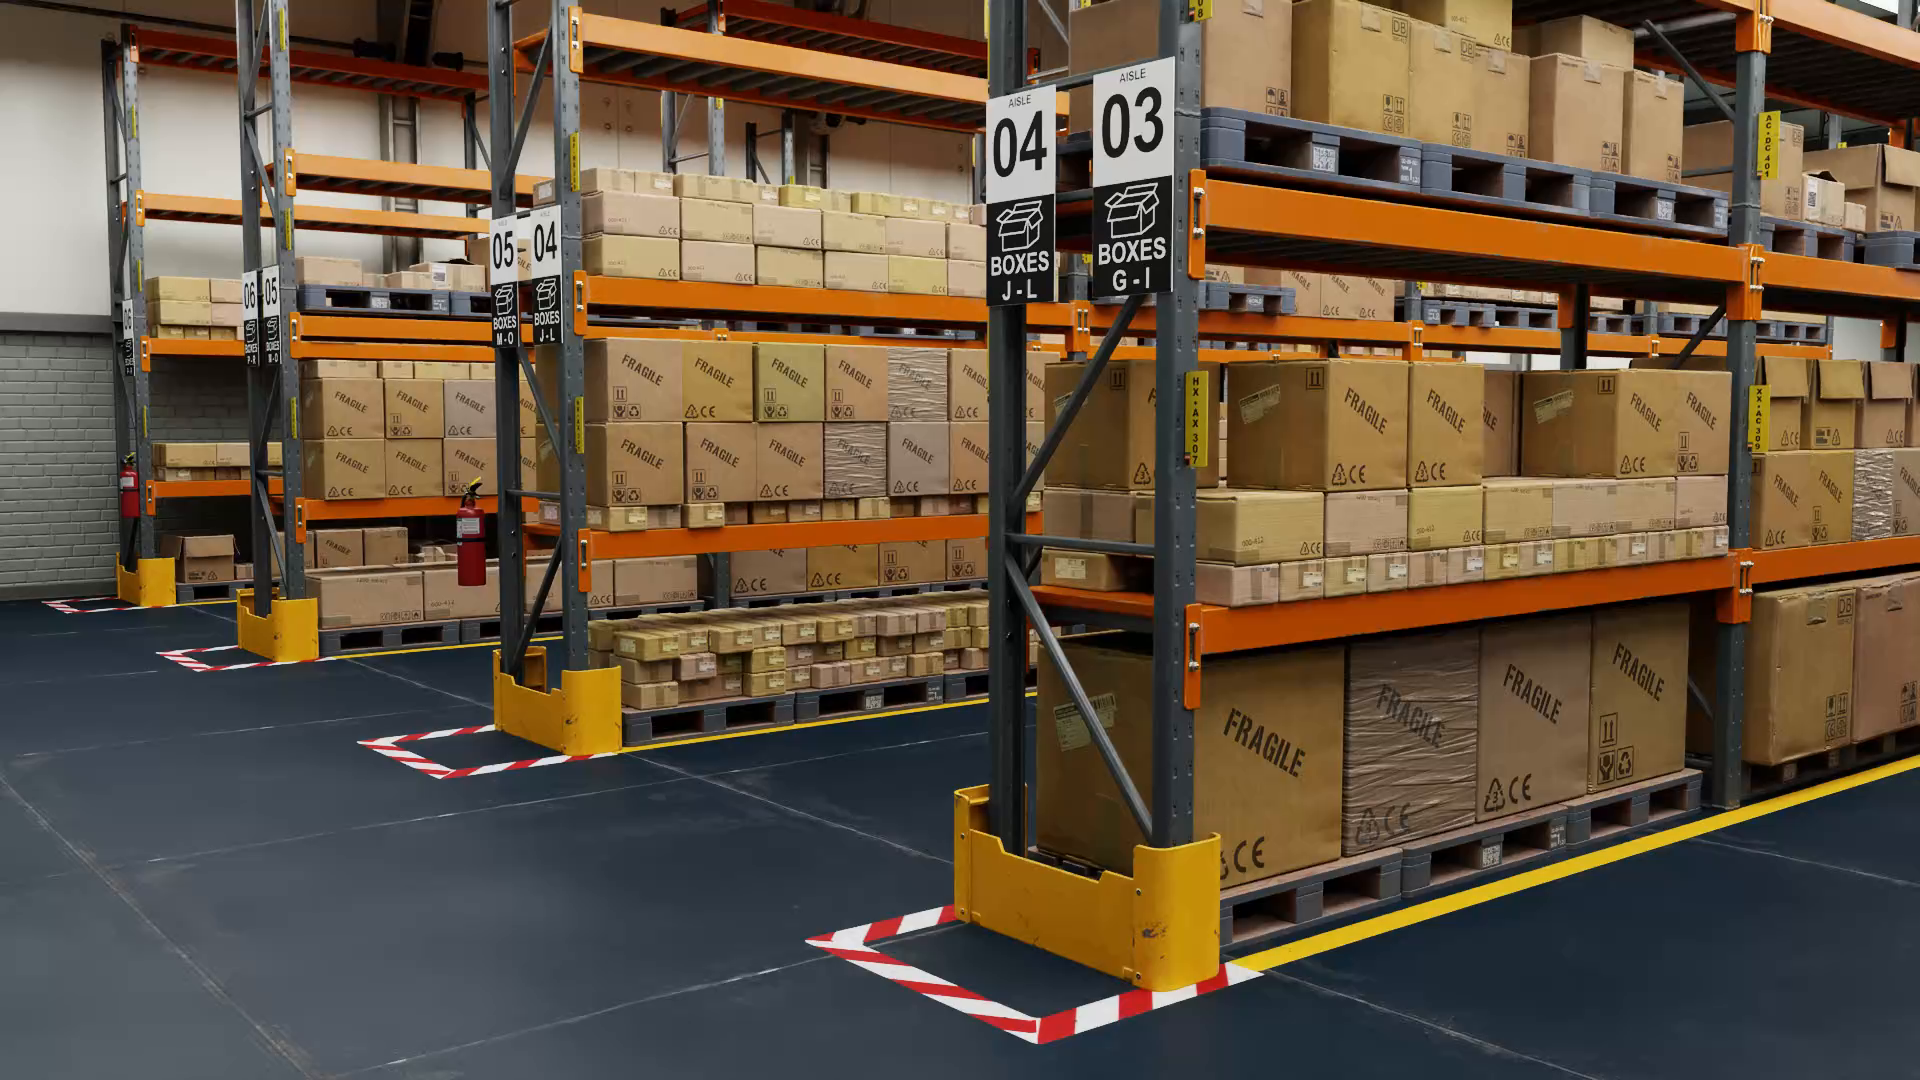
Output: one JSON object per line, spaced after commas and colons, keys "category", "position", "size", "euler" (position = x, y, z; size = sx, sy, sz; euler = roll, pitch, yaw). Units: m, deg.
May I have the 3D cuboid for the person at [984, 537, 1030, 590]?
{"category": "person", "position": [0.473, -0.023, 15.073], "size": [0.546, 1.788, 0.509], "euler": [-3, 5, -39]}
